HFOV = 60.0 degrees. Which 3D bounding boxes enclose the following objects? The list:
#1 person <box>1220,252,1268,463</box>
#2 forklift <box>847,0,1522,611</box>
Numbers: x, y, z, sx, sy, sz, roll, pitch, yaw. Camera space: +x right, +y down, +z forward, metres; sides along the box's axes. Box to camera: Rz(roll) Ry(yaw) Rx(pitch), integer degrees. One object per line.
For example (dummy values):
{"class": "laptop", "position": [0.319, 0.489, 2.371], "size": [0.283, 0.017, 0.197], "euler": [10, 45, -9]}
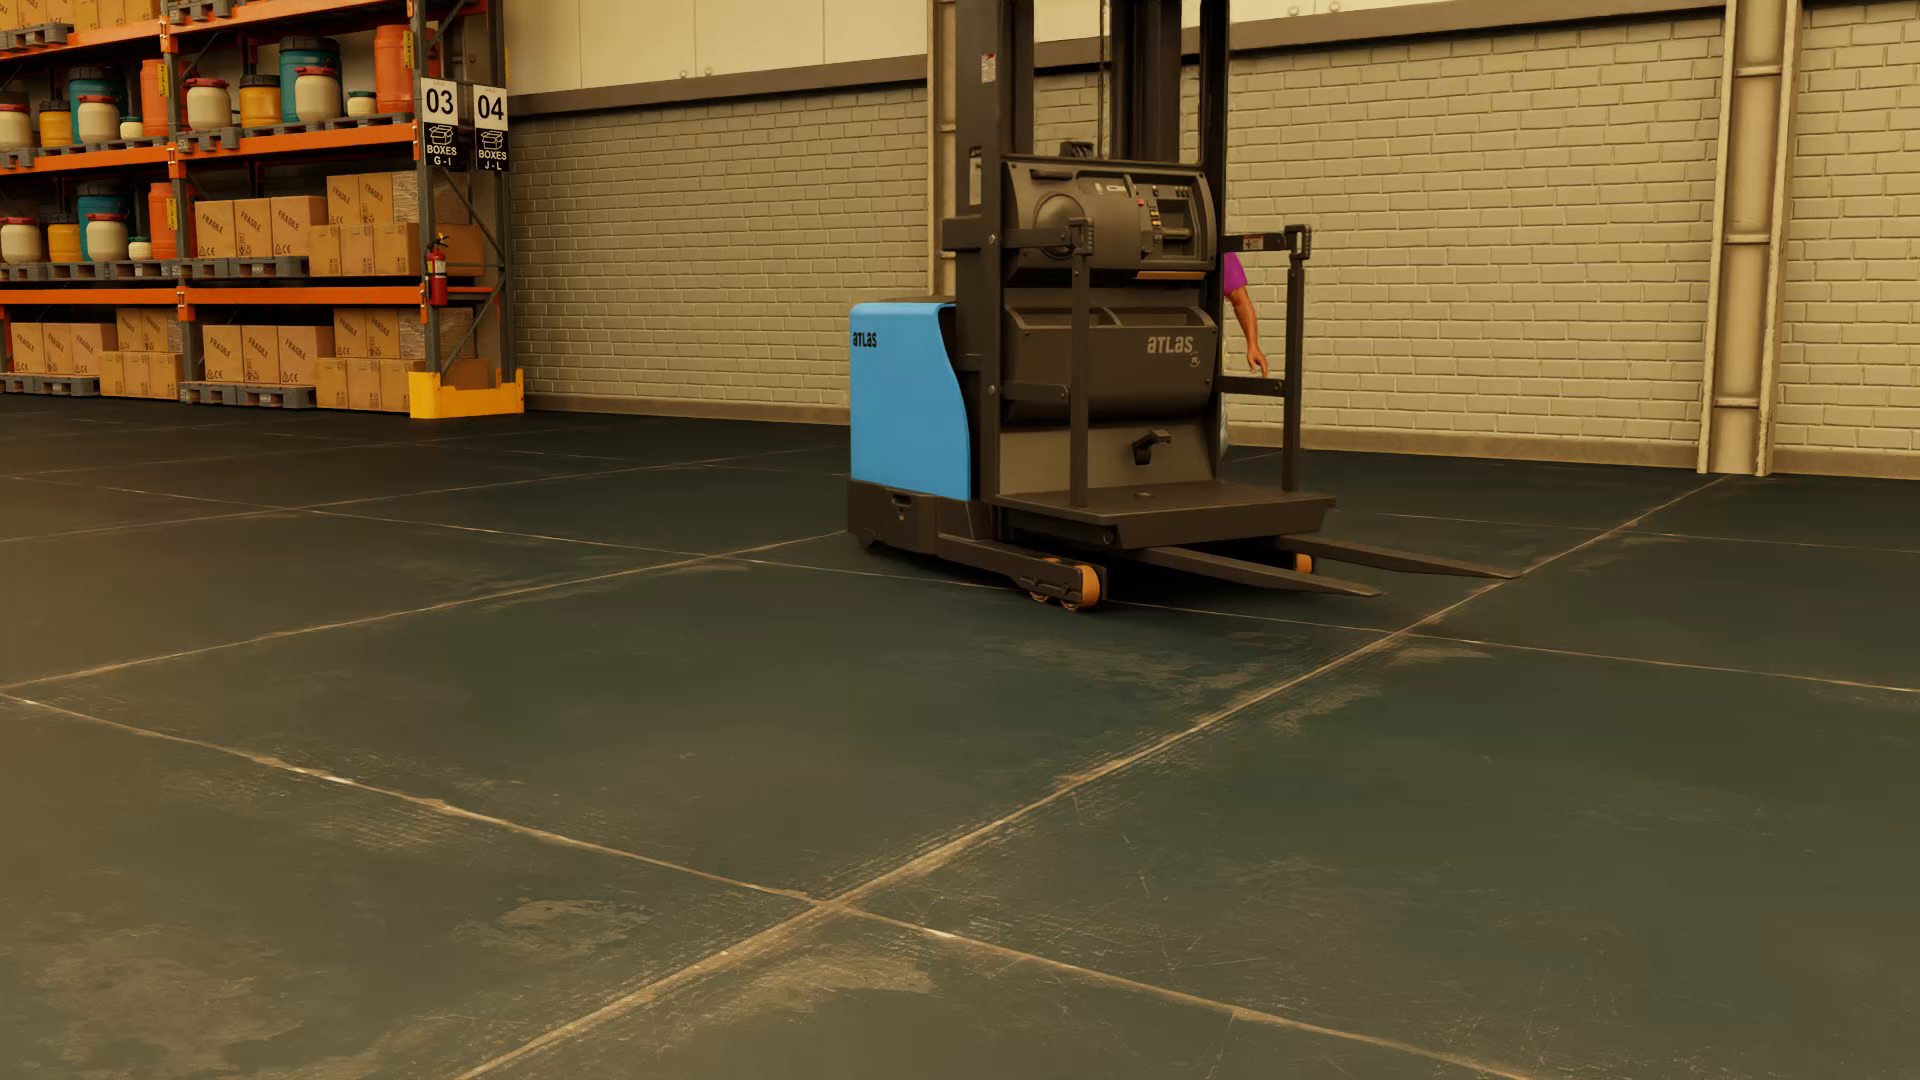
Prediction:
{"class": "person", "position": [0.976, -0.820, 7.296], "size": [0.802, 1.663, 0.716], "euler": [-1, 8, -7]}
{"class": "forklift", "position": [0.700, -1.276, 6.164], "size": [1.130, 2.935, 3.031], "euler": [-5, 9, -31]}
